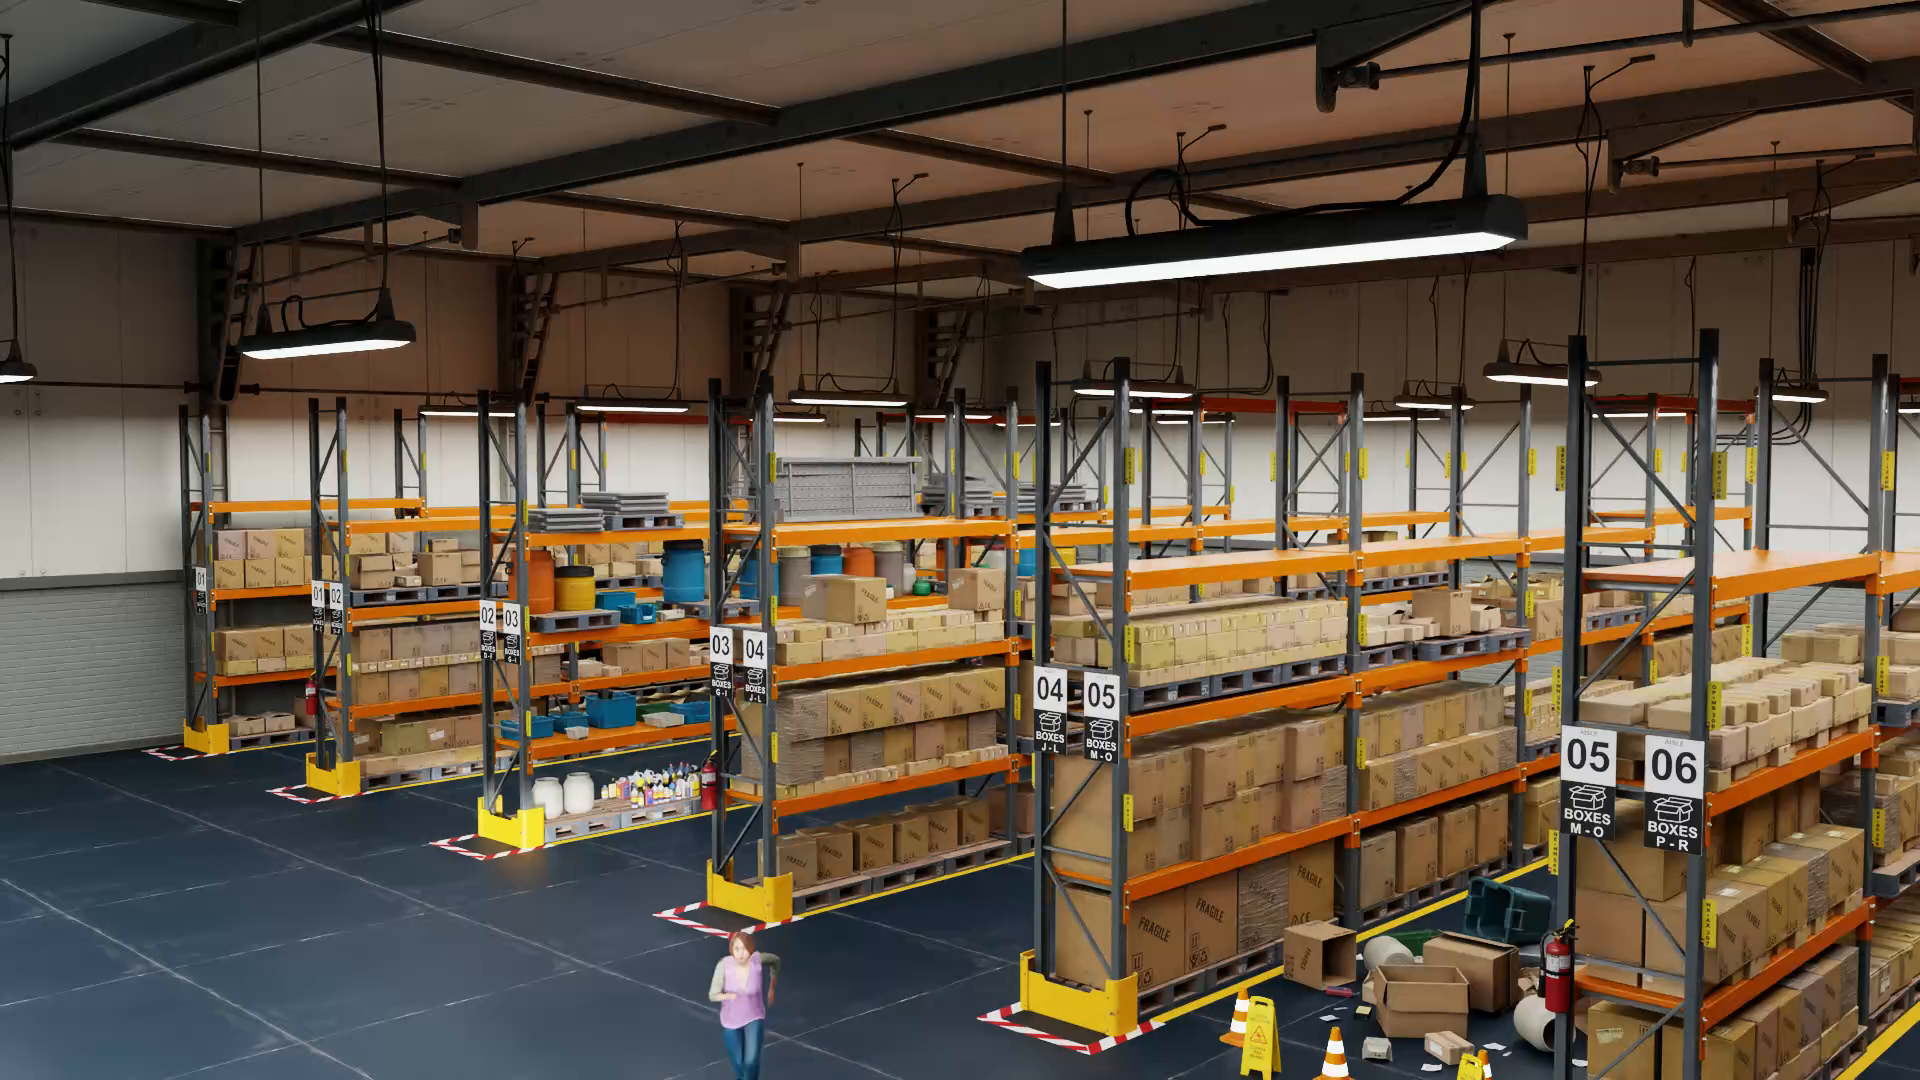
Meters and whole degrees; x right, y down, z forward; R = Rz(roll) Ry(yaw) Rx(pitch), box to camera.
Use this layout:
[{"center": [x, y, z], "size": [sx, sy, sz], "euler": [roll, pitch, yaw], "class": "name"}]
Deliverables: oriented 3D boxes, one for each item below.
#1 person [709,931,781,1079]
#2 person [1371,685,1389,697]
[{"center": [-1.647, 3.705, 12.745], "size": [0.522, 1.522, 0.795], "euler": [0, 3, -1], "class": "person"}, {"center": [6.693, 2.974, 26.125], "size": [0.578, 1.679, 1.038], "euler": [3, 4, 44], "class": "person"}]
